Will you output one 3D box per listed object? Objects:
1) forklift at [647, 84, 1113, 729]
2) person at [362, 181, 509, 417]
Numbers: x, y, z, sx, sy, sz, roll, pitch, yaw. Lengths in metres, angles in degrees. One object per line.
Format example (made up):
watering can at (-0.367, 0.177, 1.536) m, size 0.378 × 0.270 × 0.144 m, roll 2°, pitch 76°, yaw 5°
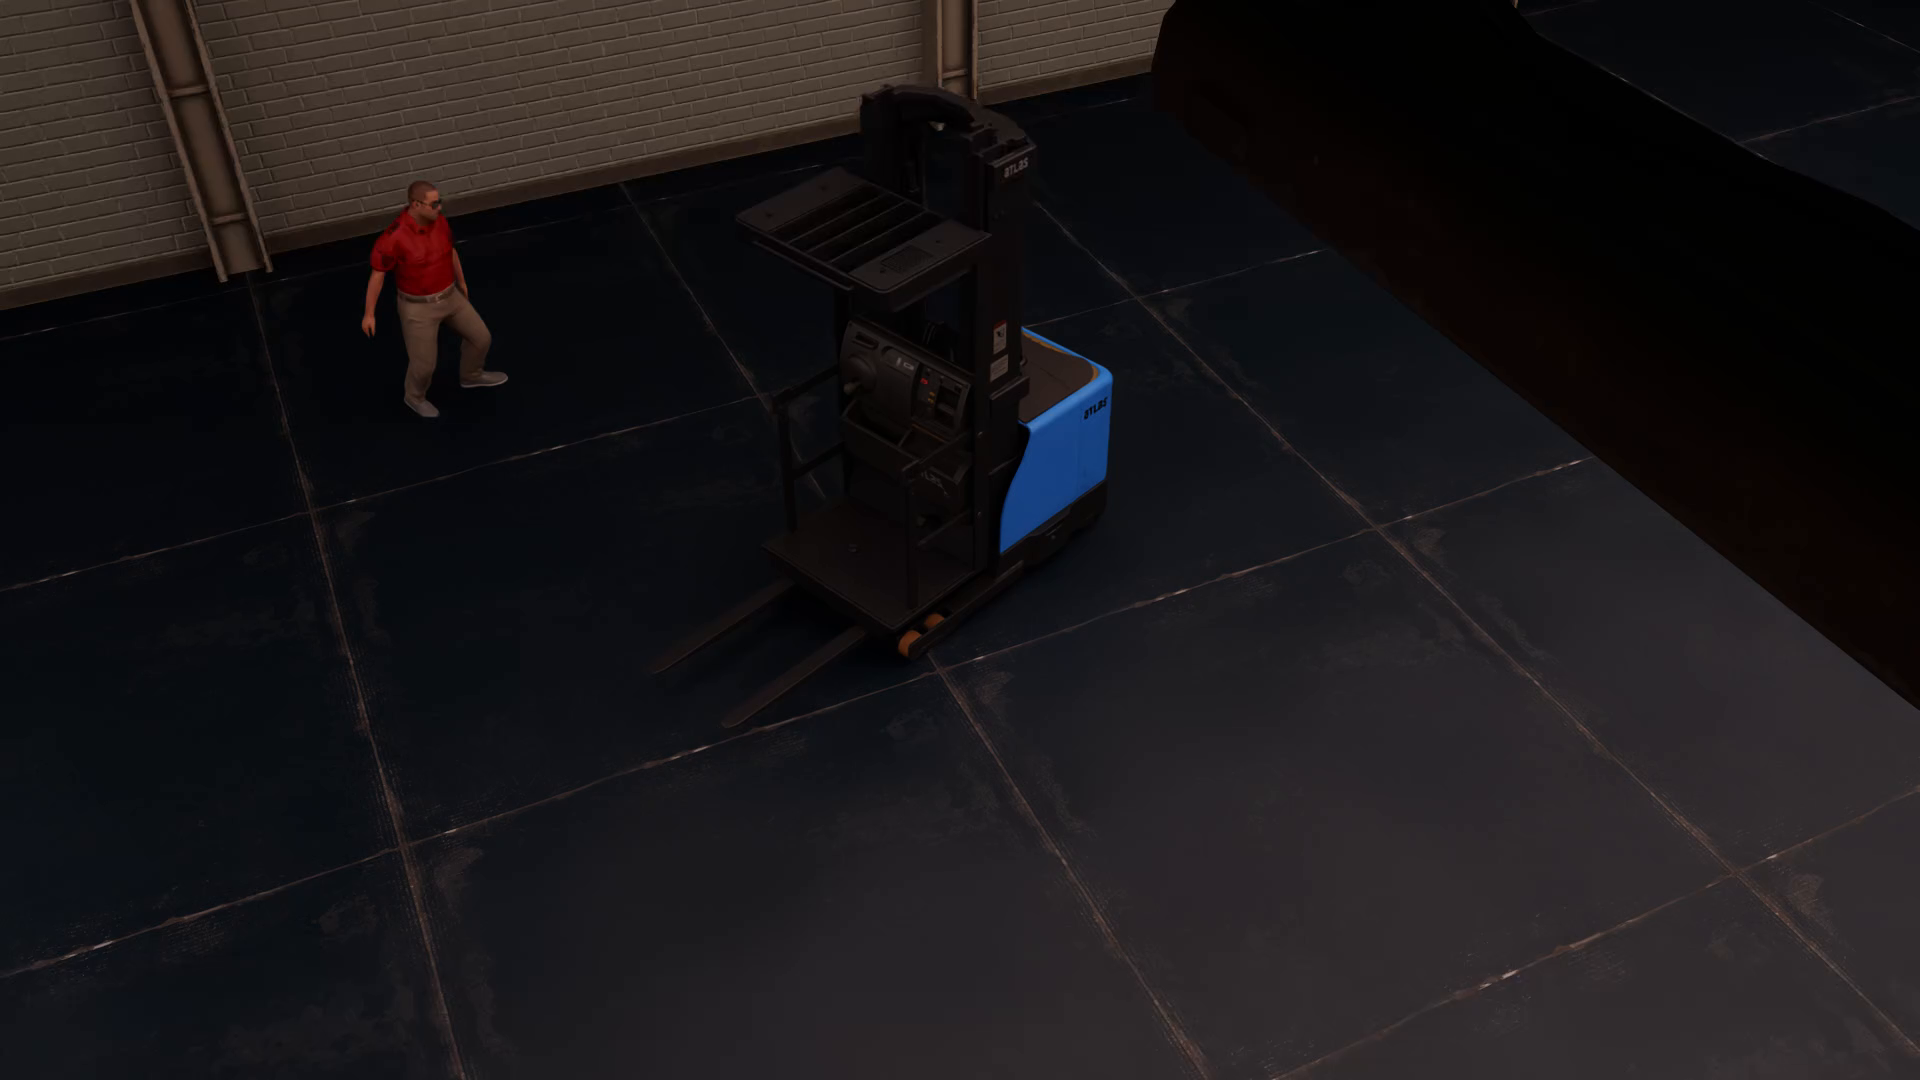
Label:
forklift at (-0.447, -0.815, 8.993) m, size 1.130 × 2.935 × 3.031 m, roll 31°, pitch 49°, yaw 31°
person at (-3.516, -1.559, 10.916) m, size 0.476 × 1.716 × 0.896 m, roll 27°, pitch 47°, yaw 29°
